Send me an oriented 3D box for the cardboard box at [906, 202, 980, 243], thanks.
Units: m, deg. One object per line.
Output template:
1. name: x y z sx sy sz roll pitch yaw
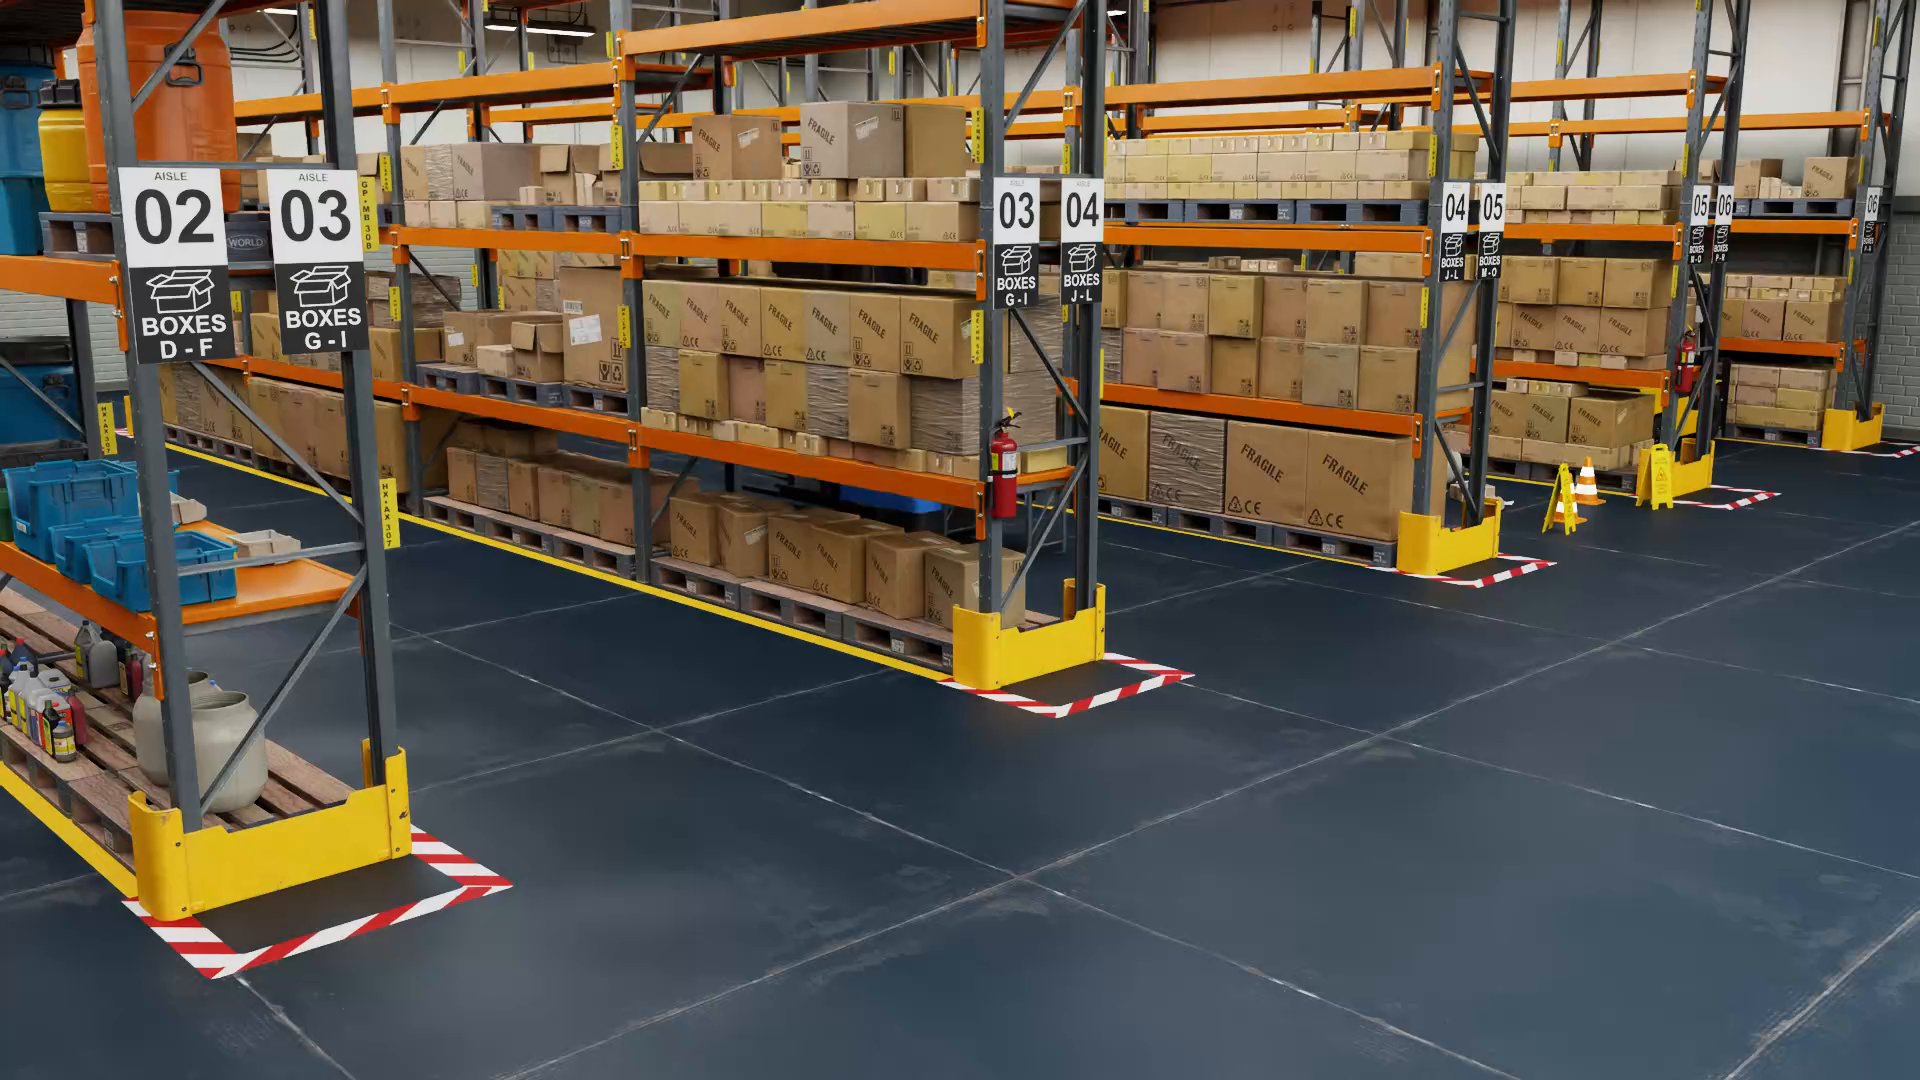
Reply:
1. cardboard box: 0.005 -2.031 10.613 0.500 0.250 0.500 -10 16 -41

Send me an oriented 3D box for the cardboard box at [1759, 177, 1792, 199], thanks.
1. cardboard box: 10.310 -4.447 21.013 0.396 0.266 0.258 -11 16 -42

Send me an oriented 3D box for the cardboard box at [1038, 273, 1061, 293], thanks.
1. cardboard box: 1.070 -2.471 17.084 0.700 0.500 0.500 -11 16 -44

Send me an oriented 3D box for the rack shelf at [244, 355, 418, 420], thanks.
1. rack shelf: -6.384 -1.708 17.887 1.077 0.370 4.000 -11 16 -43

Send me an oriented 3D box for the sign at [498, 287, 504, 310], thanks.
1. sign: -4.617 -2.373 16.663 0.100 0.325 0.005 -11 16 -43

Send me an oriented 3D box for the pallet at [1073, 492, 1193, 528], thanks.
1. pallet: 1.885 -0.373 16.538 1.003 0.211 1.213 -11 16 -43

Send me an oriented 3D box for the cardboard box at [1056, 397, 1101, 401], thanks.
1. cardboard box: 1.748 -2.426 23.818 0.875 0.875 0.875 -11 16 -43

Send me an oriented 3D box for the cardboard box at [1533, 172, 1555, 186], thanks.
1. cardboard box: 6.439 -3.927 18.089 0.250 0.149 0.380 11 16 44

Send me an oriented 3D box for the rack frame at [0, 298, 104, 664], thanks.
1. rack frame: -5.823 -0.494 10.214 1.000 3.000 0.127 -11 16 -43

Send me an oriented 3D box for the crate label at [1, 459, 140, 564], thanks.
1. crate label: -4.527 -0.159 8.498 0.502 0.435 0.616 -11 16 -43

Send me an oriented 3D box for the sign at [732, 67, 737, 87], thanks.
1. sign: -3.766 -7.713 27.681 0.100 0.325 0.005 -11 16 -43

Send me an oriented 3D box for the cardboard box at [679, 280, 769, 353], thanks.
1. cardboard box: -1.767 -1.695 12.580 0.500 0.500 0.500 -11 16 -43

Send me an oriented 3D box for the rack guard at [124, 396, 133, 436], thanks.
1. rack guard: -10.544 -1.715 22.334 1.175 0.500 0.348 -11 16 -43

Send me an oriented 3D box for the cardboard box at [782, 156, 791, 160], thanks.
1. cardboard box: -1.986 -4.542 20.283 0.396 0.266 0.258 -11 16 -43

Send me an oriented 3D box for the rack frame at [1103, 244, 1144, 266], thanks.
1. rack frame: 2.165 -3.149 23.101 1.000 3.000 0.127 -11 16 -43

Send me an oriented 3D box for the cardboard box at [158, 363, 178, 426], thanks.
1. cardboard box: -10.028 -2.018 21.838 0.875 0.875 0.875 -11 16 -43

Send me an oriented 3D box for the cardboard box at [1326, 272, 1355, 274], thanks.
1. cardboard box: 4.811 -3.074 20.711 0.500 0.500 0.500 -10 16 -41

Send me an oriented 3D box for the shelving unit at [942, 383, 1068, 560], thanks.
1. shelving unit: 0.385 -0.663 14.752 1.048 1.500 0.538 11 16 43

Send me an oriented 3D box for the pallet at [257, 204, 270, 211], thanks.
1. pallet: -7.096 -3.600 18.332 1.217 0.209 0.805 11 16 43

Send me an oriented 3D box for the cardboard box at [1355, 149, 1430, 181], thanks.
1. cardboard box: 3.639 -3.105 13.802 0.500 0.250 0.500 -11 16 -42

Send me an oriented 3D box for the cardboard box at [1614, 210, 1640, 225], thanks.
1. cardboard box: 7.045 -3.372 17.374 0.380 0.149 0.250 -11 16 -42

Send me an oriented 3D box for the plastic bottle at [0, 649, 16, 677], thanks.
1. plastic bottle: -5.435 0.791 9.451 0.185 0.351 0.144 11 16 43

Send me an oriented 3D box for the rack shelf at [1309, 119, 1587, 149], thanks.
1. rack shelf: 7.133 -5.939 24.552 1.077 0.370 4.000 -11 16 -43

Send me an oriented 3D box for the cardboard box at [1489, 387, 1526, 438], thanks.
1. cardboard box: 6.241 -1.439 18.714 0.500 0.500 0.500 11 16 44

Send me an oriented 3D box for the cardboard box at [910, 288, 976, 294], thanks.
1. cardboard box: -0.001 -1.477 11.523 0.500 0.500 0.500 -11 16 -43

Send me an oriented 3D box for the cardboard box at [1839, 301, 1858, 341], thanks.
1. cardboard box: 11.136 -2.834 21.323 0.500 0.500 0.500 -10 15 -41

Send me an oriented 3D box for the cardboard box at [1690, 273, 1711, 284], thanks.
1. cardboard box: 9.813 -3.432 21.882 0.380 0.149 0.250 -11 16 -42

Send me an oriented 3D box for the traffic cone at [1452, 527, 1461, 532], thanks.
1. traffic cone: 4.839 -0.310 15.607 0.336 0.463 0.334 -11 16 -43

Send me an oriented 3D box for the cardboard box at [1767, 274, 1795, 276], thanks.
1. cardboard box: 10.690 -3.382 21.642 0.380 0.149 0.250 -11 16 -42

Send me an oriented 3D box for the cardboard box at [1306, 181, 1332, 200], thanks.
1. cardboard box: 3.179 -2.990 14.231 0.380 0.149 0.250 -11 16 -42

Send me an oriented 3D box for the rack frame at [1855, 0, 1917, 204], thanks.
1. rack frame: 11.277 -5.612 20.188 1.000 3.000 0.127 -11 16 -43

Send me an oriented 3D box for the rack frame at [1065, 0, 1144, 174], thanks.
1. rack frame: 1.417 -4.799 16.242 1.000 3.000 0.127 -11 16 -43

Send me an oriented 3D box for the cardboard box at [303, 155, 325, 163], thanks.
1. cardboard box: -6.429 -3.789 17.475 0.797 0.503 0.637 -11 16 -43

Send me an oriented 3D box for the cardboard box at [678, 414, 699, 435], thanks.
1. cardboard box: -1.954 -0.917 12.890 0.380 0.149 0.250 -11 16 -43

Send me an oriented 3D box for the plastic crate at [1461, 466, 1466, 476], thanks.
1. plastic crate: 5.418 -0.792 18.895 0.583 0.080 0.402 6 13 26

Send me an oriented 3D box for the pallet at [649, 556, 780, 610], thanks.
1. pallet: -1.751 0.275 13.394 1.003 0.211 1.213 -11 16 -43

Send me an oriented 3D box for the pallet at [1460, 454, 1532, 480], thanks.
1. pallet: 6.263 -0.928 19.232 1.003 0.211 1.213 -11 16 -43

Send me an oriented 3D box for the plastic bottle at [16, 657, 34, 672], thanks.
1. plastic bottle: -5.378 0.807 9.572 0.097 0.271 0.097 0 12 0

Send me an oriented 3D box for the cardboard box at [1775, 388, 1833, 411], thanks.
1. cardboard box: 10.715 -1.805 21.112 0.500 0.250 0.500 -11 16 -43

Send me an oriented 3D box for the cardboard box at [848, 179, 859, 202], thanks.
1. cardboard box: -0.530 -2.354 11.193 0.380 0.149 0.250 -11 16 -42

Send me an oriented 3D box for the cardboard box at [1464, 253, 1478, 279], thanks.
1. cardboard box: 5.738 -3.001 18.917 0.700 0.500 0.500 -11 16 -44

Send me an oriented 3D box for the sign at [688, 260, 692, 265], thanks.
1. sign: -3.709 -3.673 22.776 0.100 0.325 0.005 -11 16 -43

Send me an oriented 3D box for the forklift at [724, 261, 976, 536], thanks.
1. forklift: -1.094 -1.647 15.983 3.031 2.935 1.130 11 16 43

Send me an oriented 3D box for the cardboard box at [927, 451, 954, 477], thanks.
1. cardboard box: 0.004 -0.527 10.996 0.380 0.149 0.250 -11 16 -43

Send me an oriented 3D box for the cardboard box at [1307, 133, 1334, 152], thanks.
1. cardboard box: 3.173 -3.382 14.155 0.380 0.149 0.250 -11 16 -42

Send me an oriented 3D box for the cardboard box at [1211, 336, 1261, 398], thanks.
1. cardboard box: 2.803 -1.646 15.435 0.875 0.550 0.500 -11 16 -43

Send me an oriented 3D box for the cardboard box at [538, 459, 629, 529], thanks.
1. cardboard box: -3.351 -0.422 14.968 0.500 0.500 0.700 10 15 40

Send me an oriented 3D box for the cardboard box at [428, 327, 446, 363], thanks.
1. cardboard box: -5.142 -1.926 16.916 0.500 0.500 0.500 -10 15 -41

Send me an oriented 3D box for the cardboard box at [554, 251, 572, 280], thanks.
1. cardboard box: -5.332 -3.895 23.258 0.500 0.500 0.500 -10 16 -41

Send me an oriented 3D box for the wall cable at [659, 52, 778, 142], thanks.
1. wall cable: -4.905 -8.551 34.362 2.988 3.039 0.133 -11 16 -43

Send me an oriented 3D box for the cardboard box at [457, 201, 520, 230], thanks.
1. cardboard box: -4.146 -2.911 14.884 0.500 0.250 0.500 -10 16 -41

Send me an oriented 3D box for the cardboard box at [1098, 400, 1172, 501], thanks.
1. cardboard box: 1.800 -0.924 16.527 0.875 0.875 0.875 -11 16 -42

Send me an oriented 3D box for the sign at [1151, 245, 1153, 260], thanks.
1. sign: 3.389 -5.070 29.555 0.100 0.325 0.005 -11 16 -43

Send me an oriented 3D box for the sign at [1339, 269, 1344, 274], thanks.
1. sign: 4.528 -3.054 19.773 0.100 0.325 0.005 -11 16 -43

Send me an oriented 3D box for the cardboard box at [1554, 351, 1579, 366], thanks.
1. cardboard box: 6.660 -1.978 18.042 0.380 0.149 0.250 -11 16 -42

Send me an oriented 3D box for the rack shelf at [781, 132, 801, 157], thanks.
1. rack shelf: -1.979 -6.415 26.859 1.077 0.370 4.000 -11 16 -43
